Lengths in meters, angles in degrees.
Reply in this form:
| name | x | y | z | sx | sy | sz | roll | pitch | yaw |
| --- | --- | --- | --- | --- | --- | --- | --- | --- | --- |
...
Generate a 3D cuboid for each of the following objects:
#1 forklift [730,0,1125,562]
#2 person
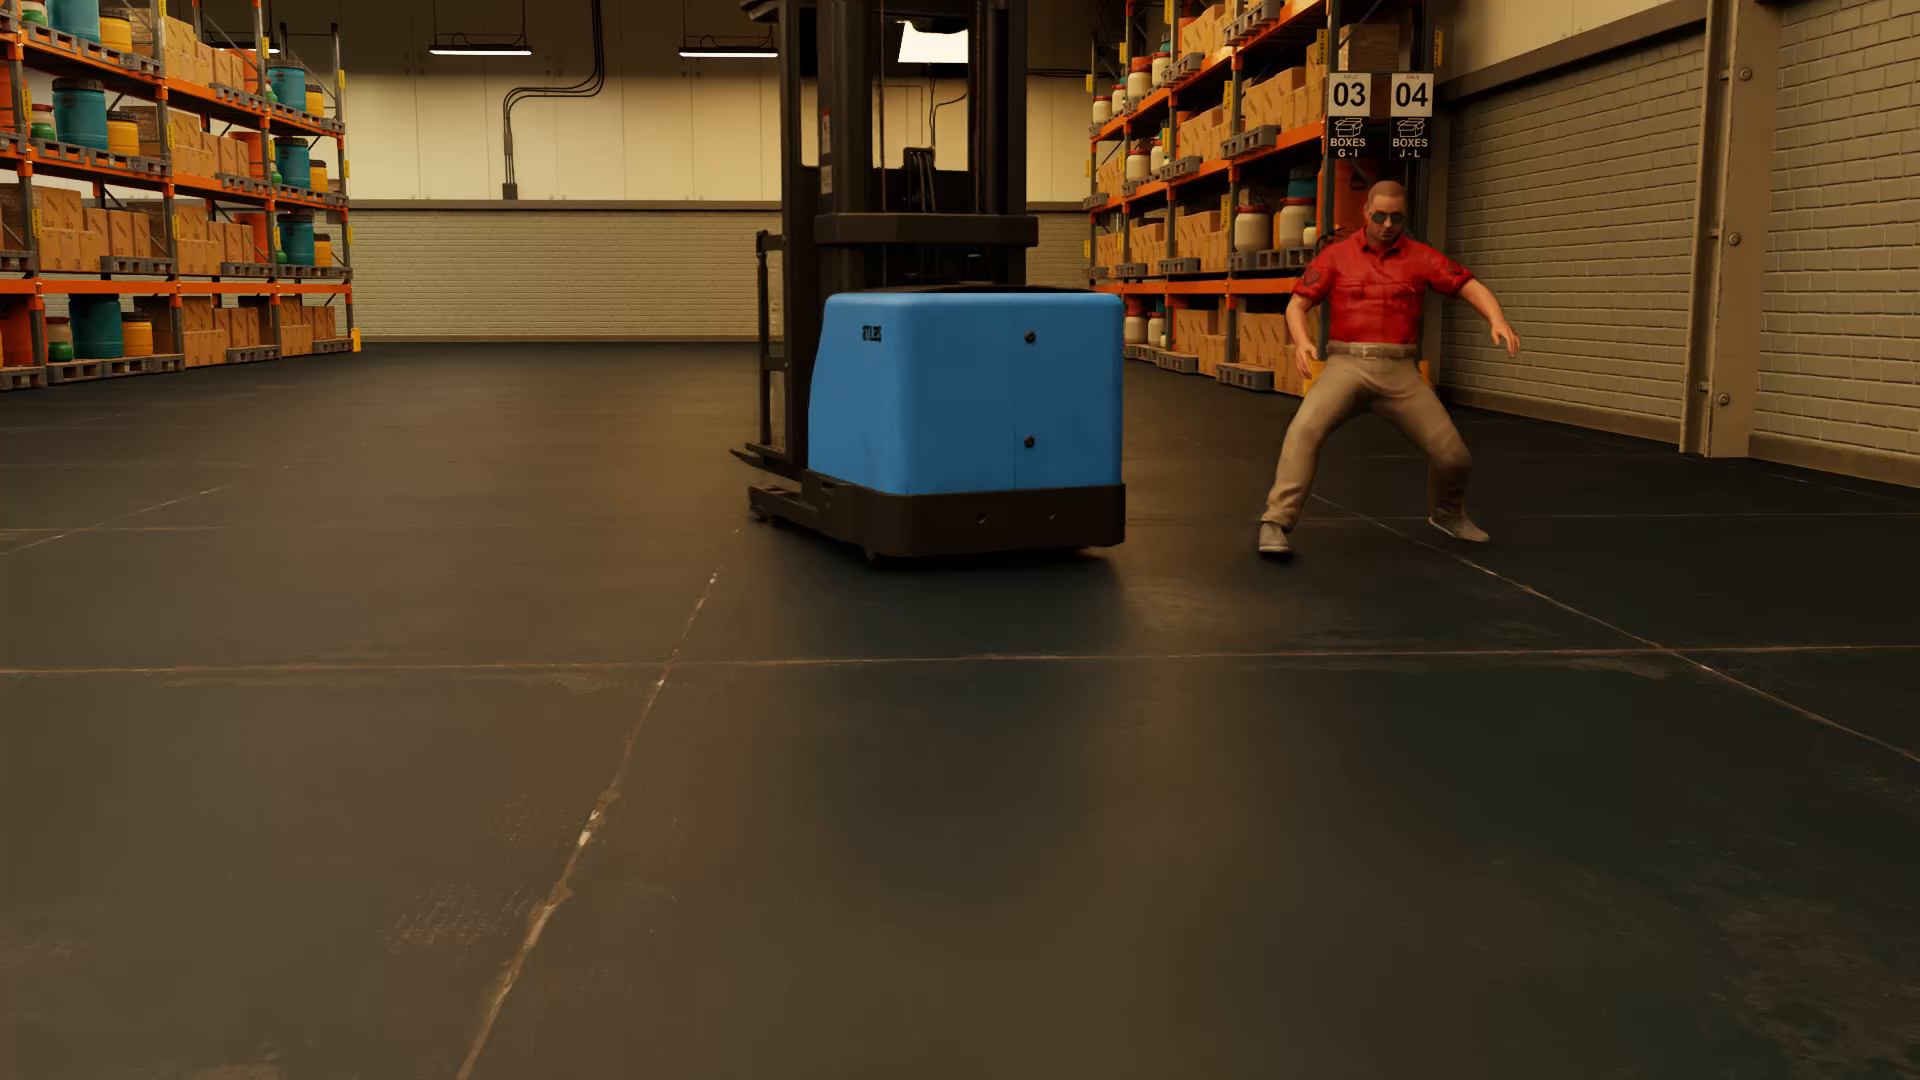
| name | x | y | z | sx | sy | sz | roll | pitch | yaw |
| --- | --- | --- | --- | --- | --- | --- | --- | --- | --- |
| forklift | -0.367 | -1.541 | 7.711 | 1.130 | 2.935 | 3.031 | -4 | 9 | -23 |
| person | 1.789 | -0.717 | 7.013 | 1.043 | 1.576 | 0.979 | 1 | 9 | 7 |
